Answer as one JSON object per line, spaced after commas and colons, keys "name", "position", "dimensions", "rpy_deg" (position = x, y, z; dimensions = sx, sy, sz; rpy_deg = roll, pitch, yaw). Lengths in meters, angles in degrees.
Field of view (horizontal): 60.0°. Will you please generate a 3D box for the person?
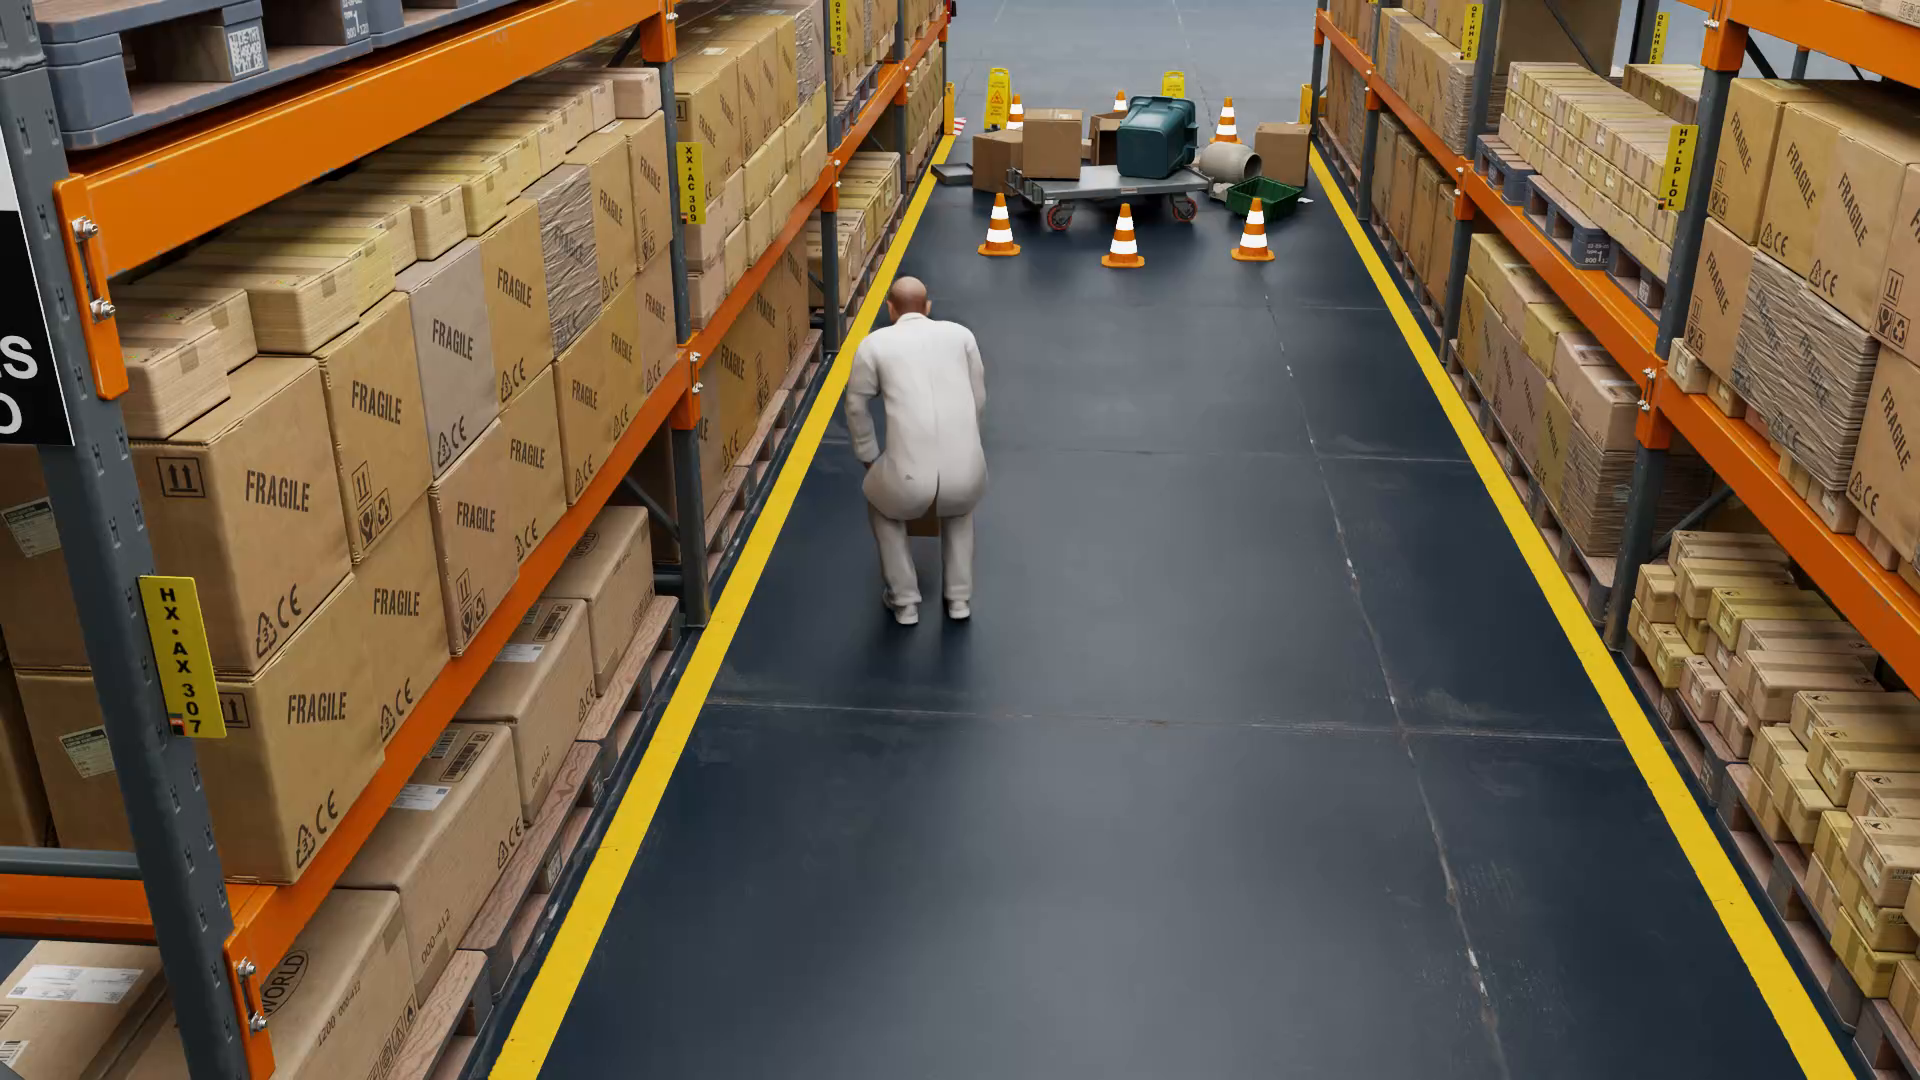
{"name": "person", "position": [-0.182, -0.373, 7.319], "dimensions": [0.629, 1.483, 0.680], "rpy_deg": [-4, 24, -8]}
